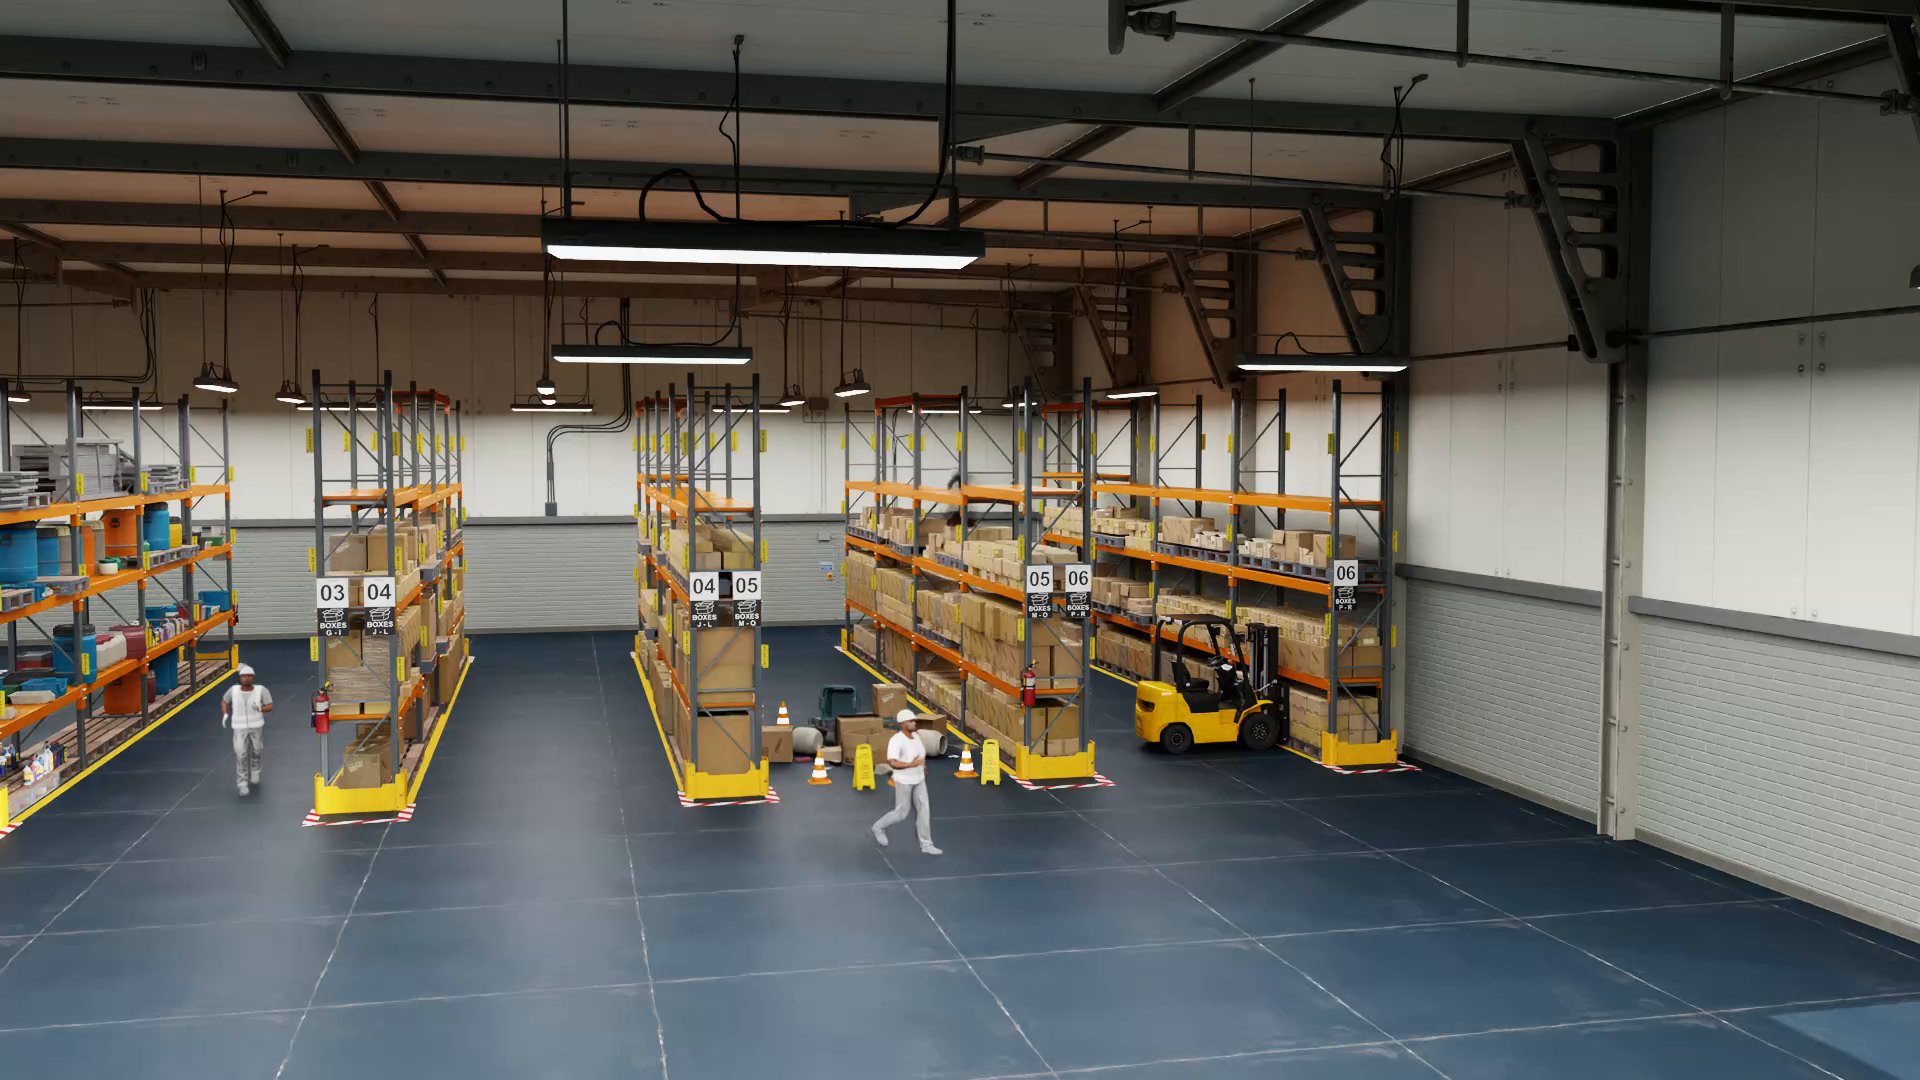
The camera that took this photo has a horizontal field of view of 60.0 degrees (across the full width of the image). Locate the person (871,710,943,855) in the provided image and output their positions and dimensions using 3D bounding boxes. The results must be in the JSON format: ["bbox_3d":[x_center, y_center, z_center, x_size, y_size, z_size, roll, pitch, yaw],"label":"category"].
[{"bbox_3d":[-0.632,2.937,20.267,0.968,1.747,0.708,2,4,35],"label":"person"}]

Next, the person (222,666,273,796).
[{"bbox_3d":[-10.225,2.701,23.885,0.683,1.777,0.992,-1,4,-24],"label":"person"}]
